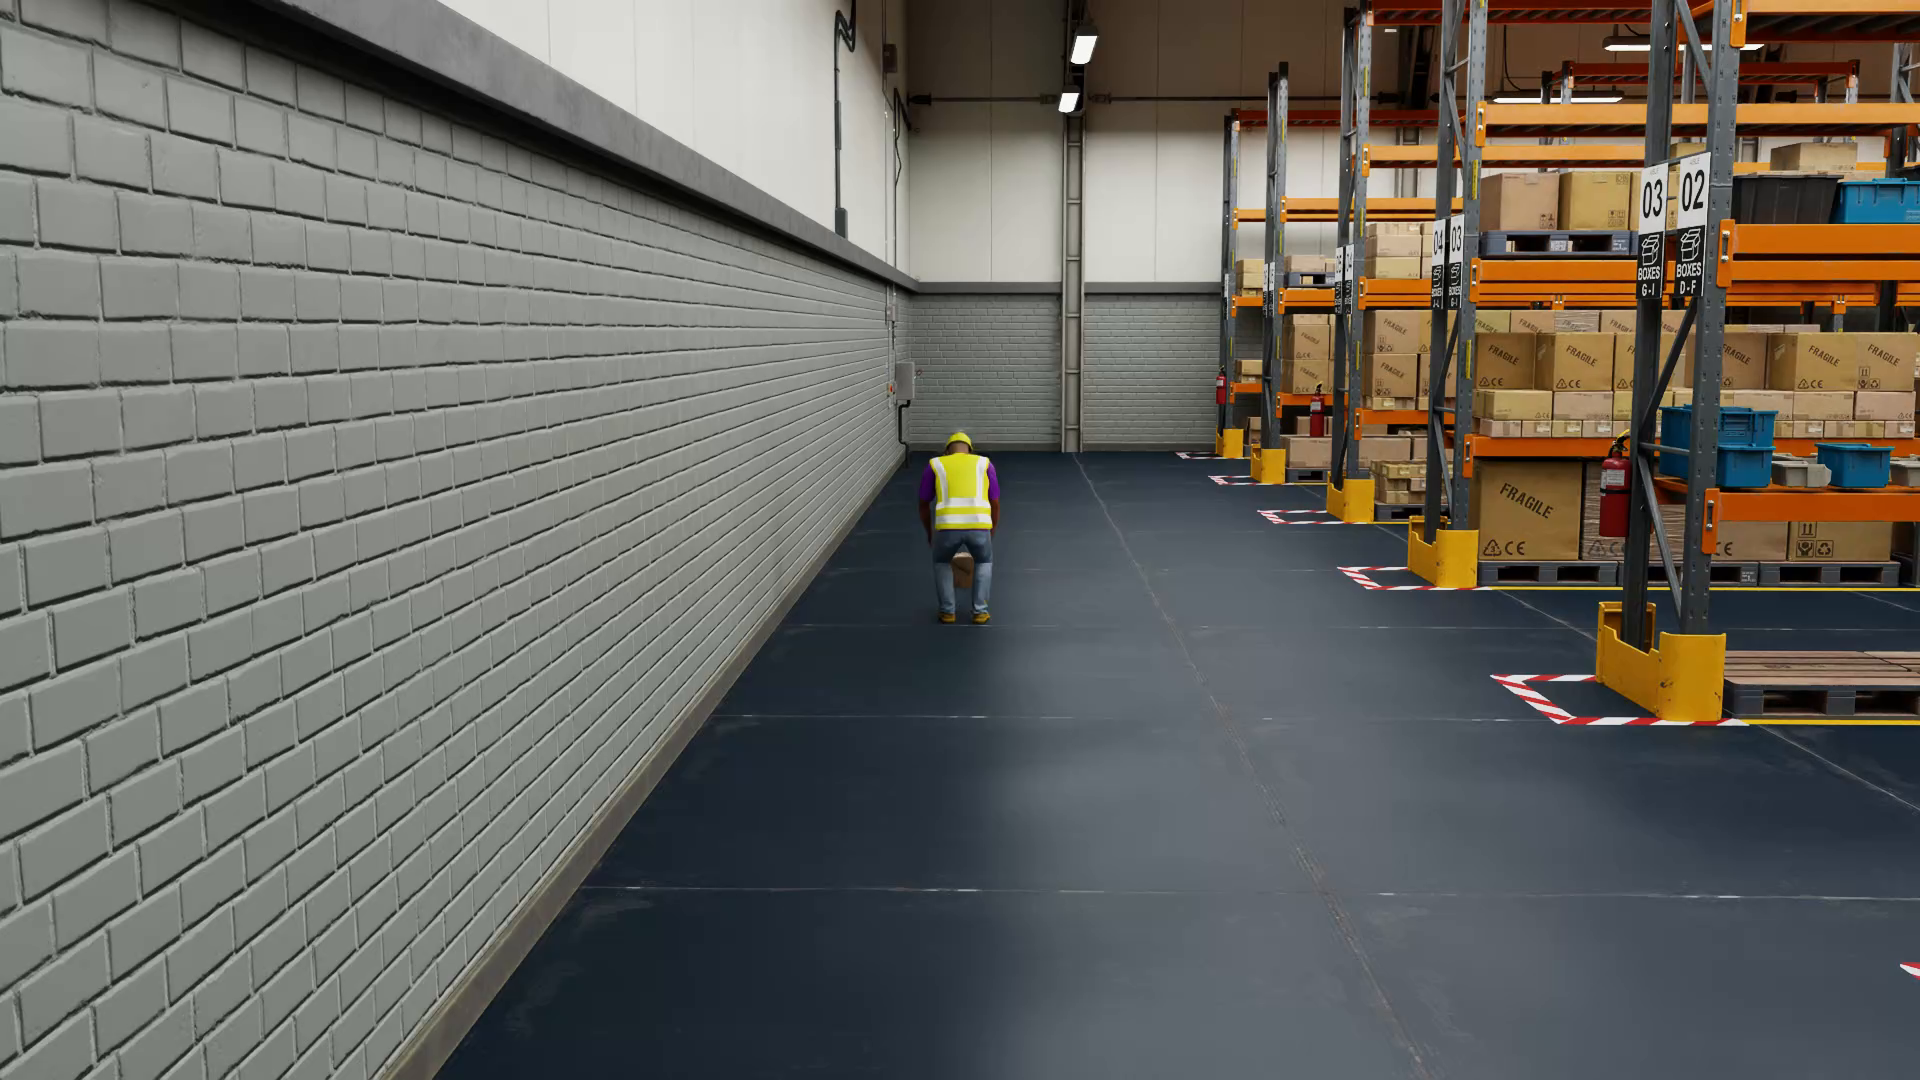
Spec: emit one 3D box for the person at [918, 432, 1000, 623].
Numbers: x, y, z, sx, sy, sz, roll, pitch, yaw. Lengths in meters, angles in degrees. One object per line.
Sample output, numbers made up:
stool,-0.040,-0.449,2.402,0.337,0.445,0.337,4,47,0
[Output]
person,-0.009,-0.097,12.779,0.631,1.433,0.745,0,7,1
